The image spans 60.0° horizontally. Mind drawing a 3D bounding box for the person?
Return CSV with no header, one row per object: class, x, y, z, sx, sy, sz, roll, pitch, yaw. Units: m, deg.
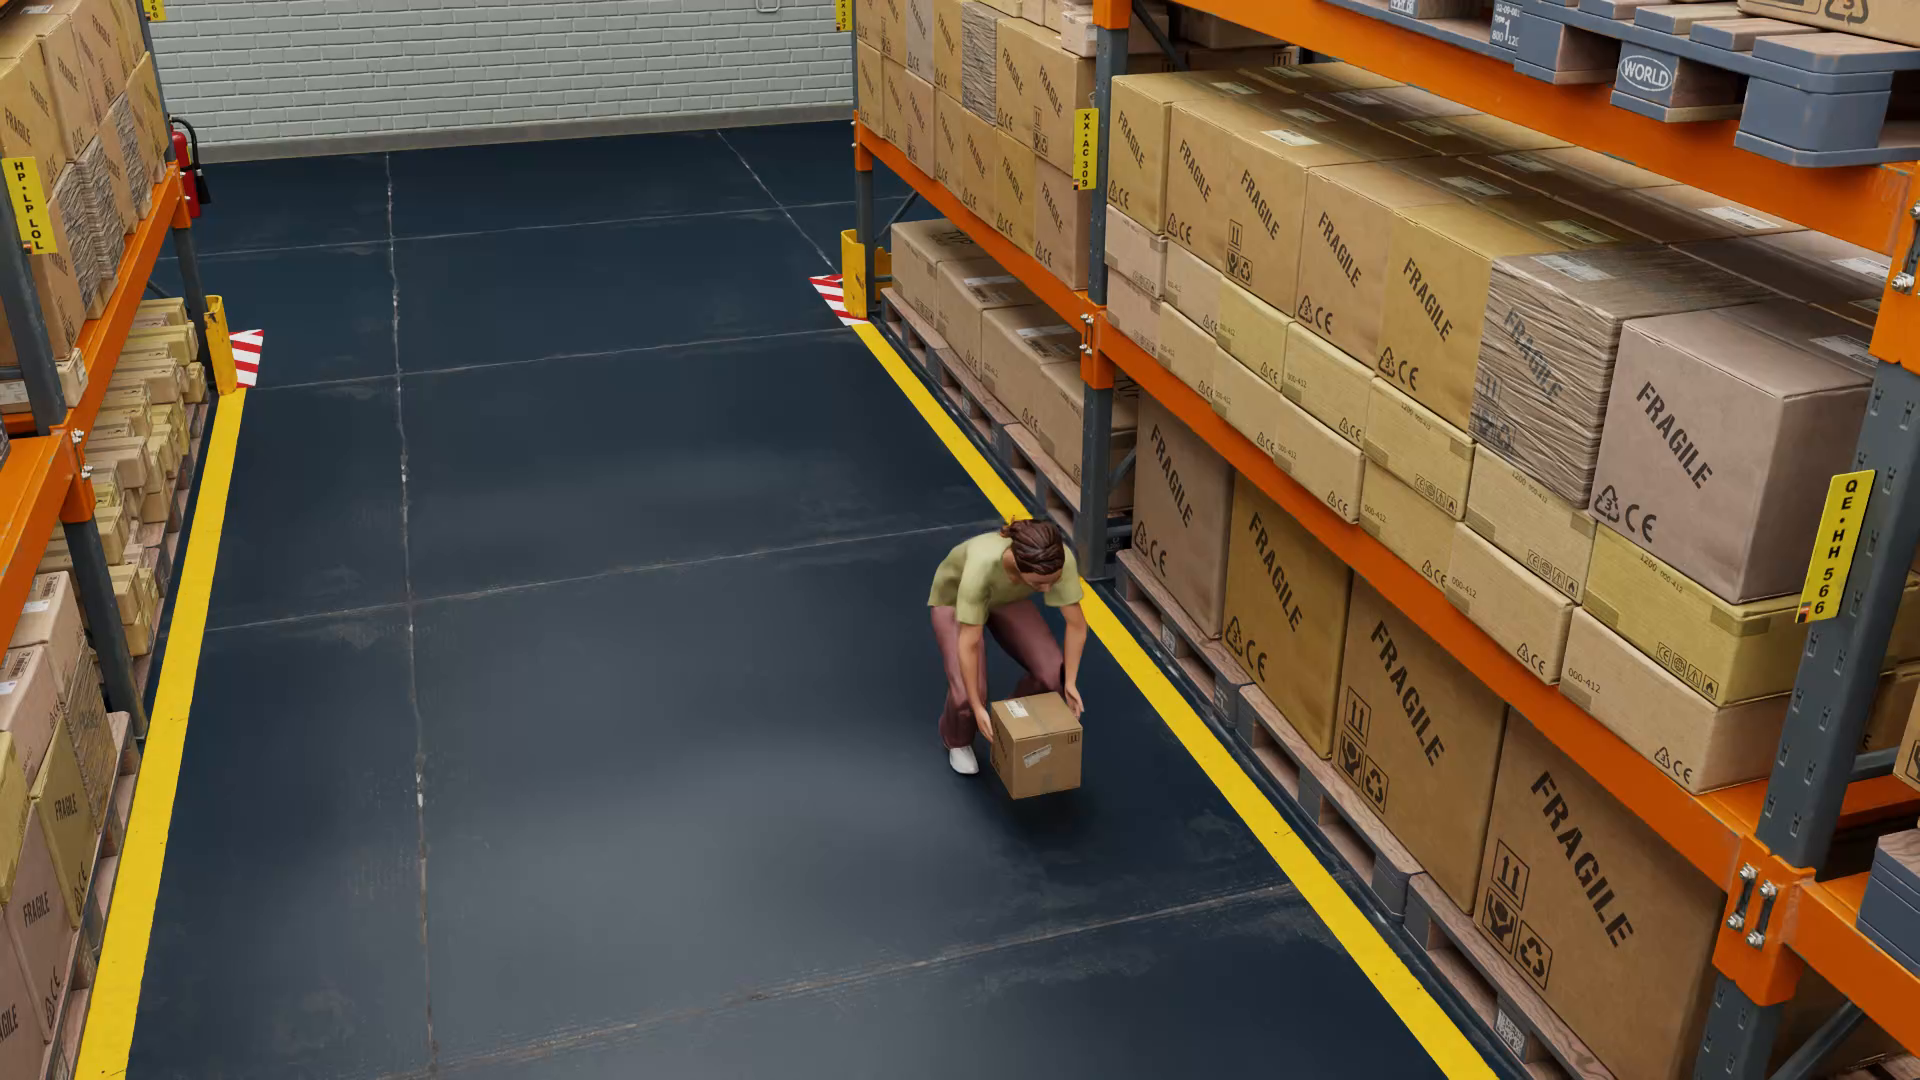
person,0.172,0.340,6.064,0.504,1.116,0.747,-8,28,-16
